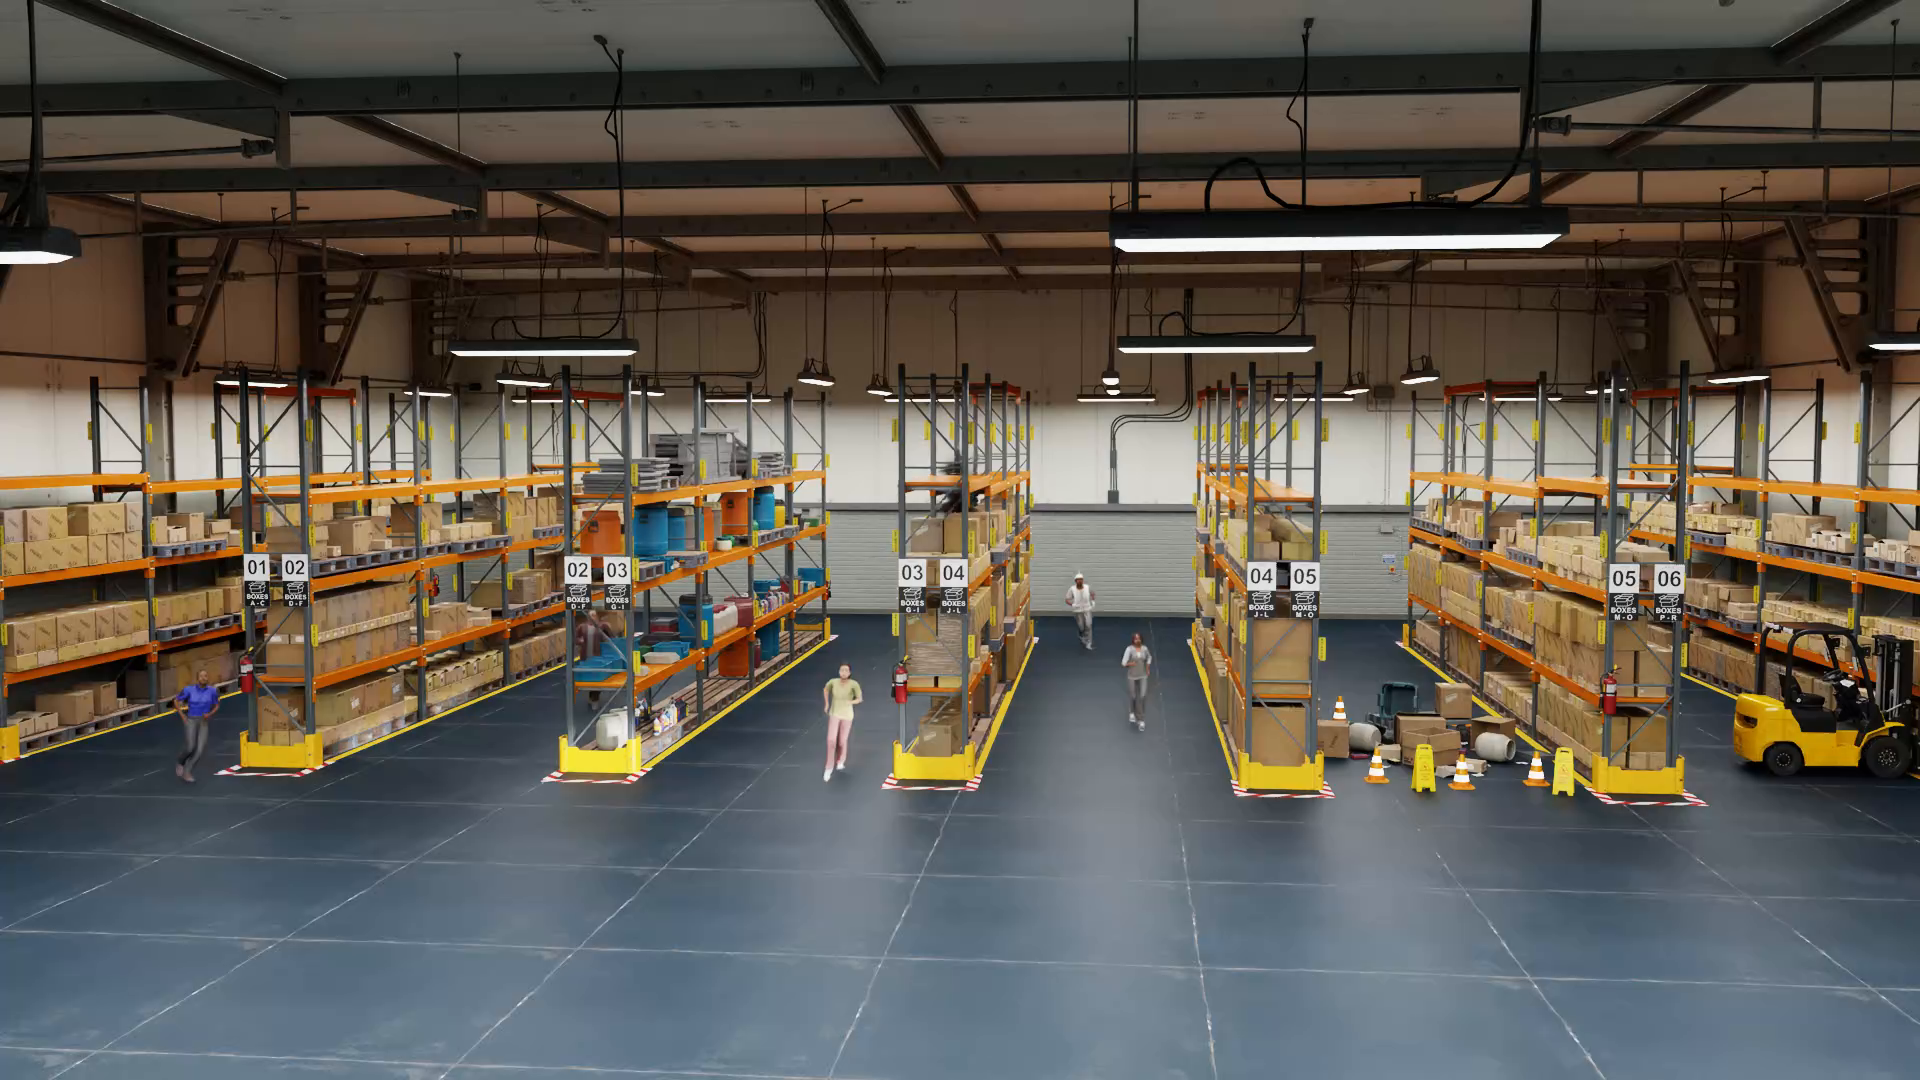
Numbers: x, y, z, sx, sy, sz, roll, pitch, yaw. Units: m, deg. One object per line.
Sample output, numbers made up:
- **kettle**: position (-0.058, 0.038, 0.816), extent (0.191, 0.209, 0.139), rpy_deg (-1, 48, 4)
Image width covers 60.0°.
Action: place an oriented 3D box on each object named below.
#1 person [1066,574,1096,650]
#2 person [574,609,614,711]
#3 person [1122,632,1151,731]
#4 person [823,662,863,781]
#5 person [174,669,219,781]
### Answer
- **person**: position (2.821, 1.658, 38.754), extent (0.727, 1.739, 0.784), rpy_deg (0, 4, -5)
- **person**: position (-6.693, 2.179, 30.239), extent (0.685, 1.844, 0.765), rpy_deg (0, 4, 1)
- **person**: position (3.005, 2.369, 28.213), extent (0.532, 1.612, 0.798), rpy_deg (0, 4, -1)
- **person**: position (-1.708, 2.623, 24.321), extent (0.582, 1.709, 0.790), rpy_deg (0, 4, -1)
- **person**: position (-10.997, 2.665, 24.016), extent (0.577, 1.601, 0.512), rpy_deg (-3, 5, -39)
